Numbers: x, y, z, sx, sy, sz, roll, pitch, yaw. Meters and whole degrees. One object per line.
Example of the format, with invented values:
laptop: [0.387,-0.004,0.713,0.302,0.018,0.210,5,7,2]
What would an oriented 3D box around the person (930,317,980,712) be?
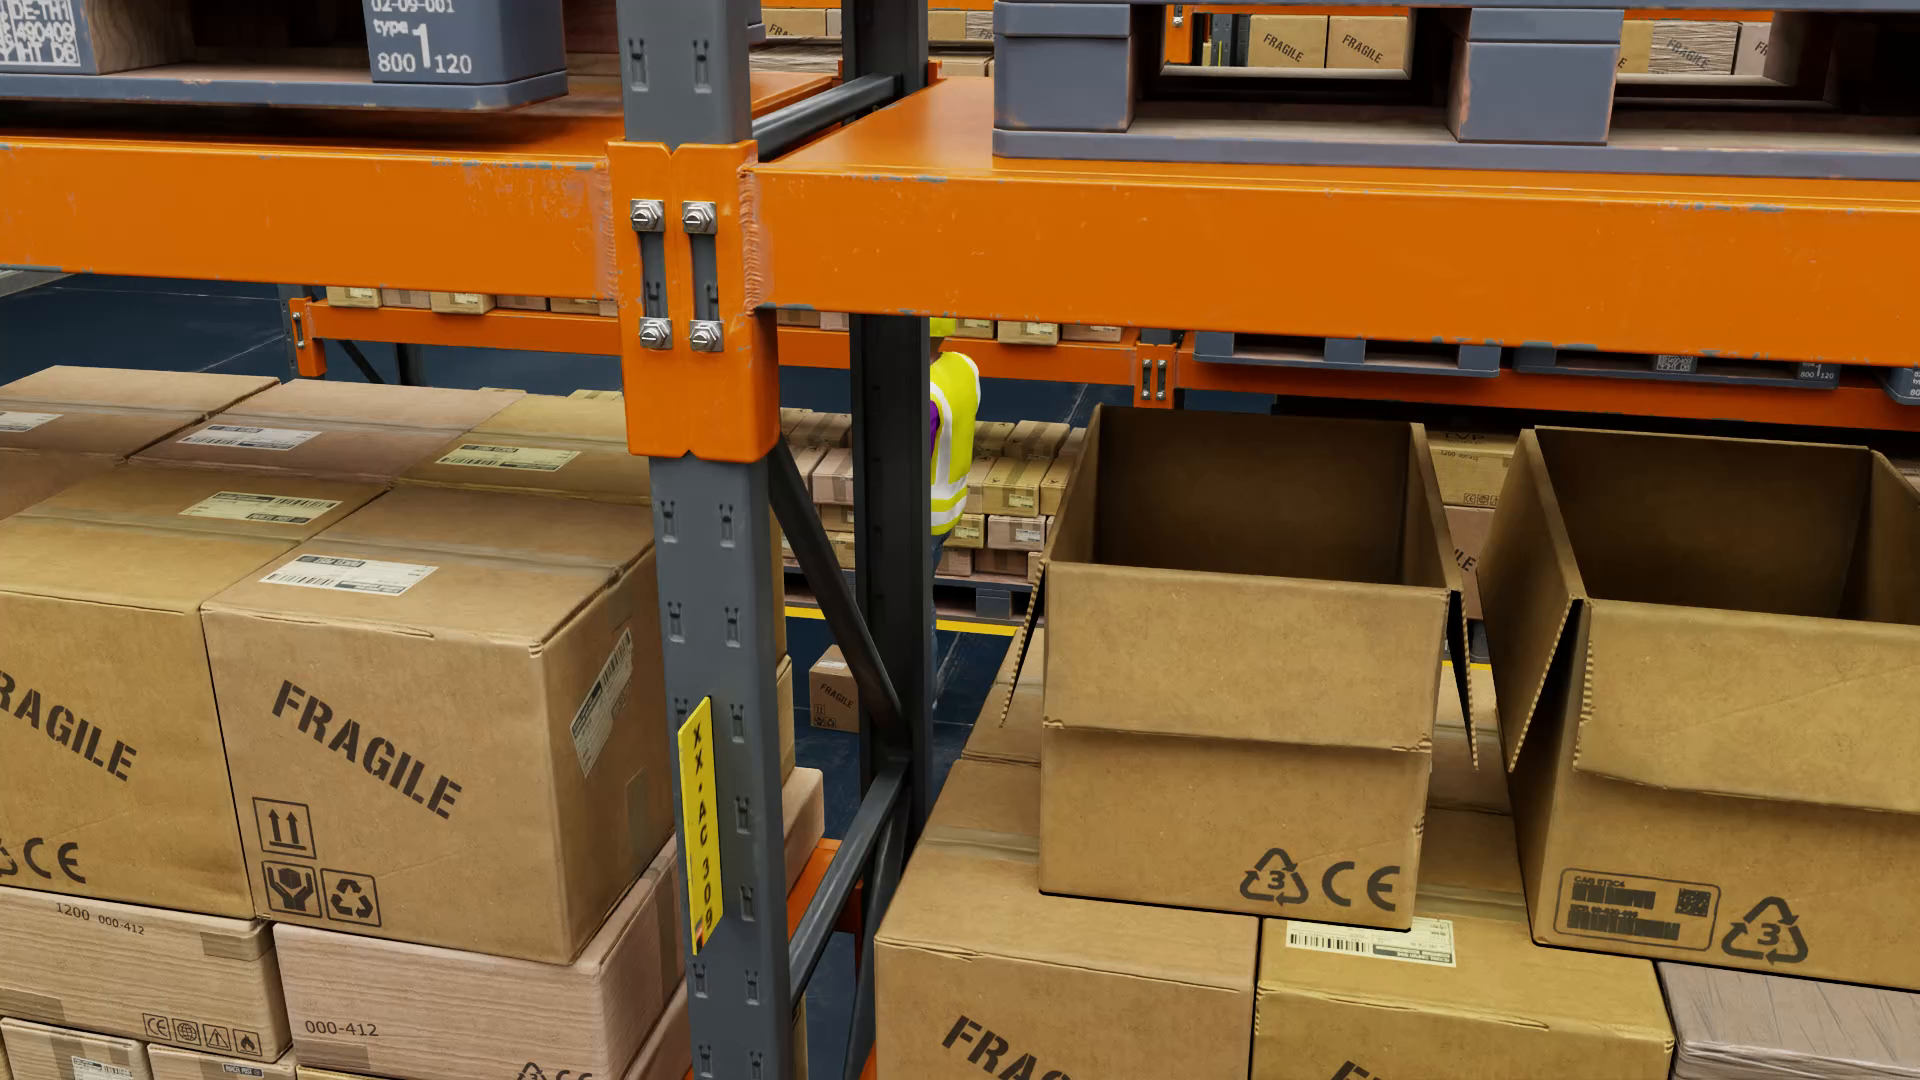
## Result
person: [-0.235,-0.107,6.299,0.576,1.767,0.665,7,22,17]
